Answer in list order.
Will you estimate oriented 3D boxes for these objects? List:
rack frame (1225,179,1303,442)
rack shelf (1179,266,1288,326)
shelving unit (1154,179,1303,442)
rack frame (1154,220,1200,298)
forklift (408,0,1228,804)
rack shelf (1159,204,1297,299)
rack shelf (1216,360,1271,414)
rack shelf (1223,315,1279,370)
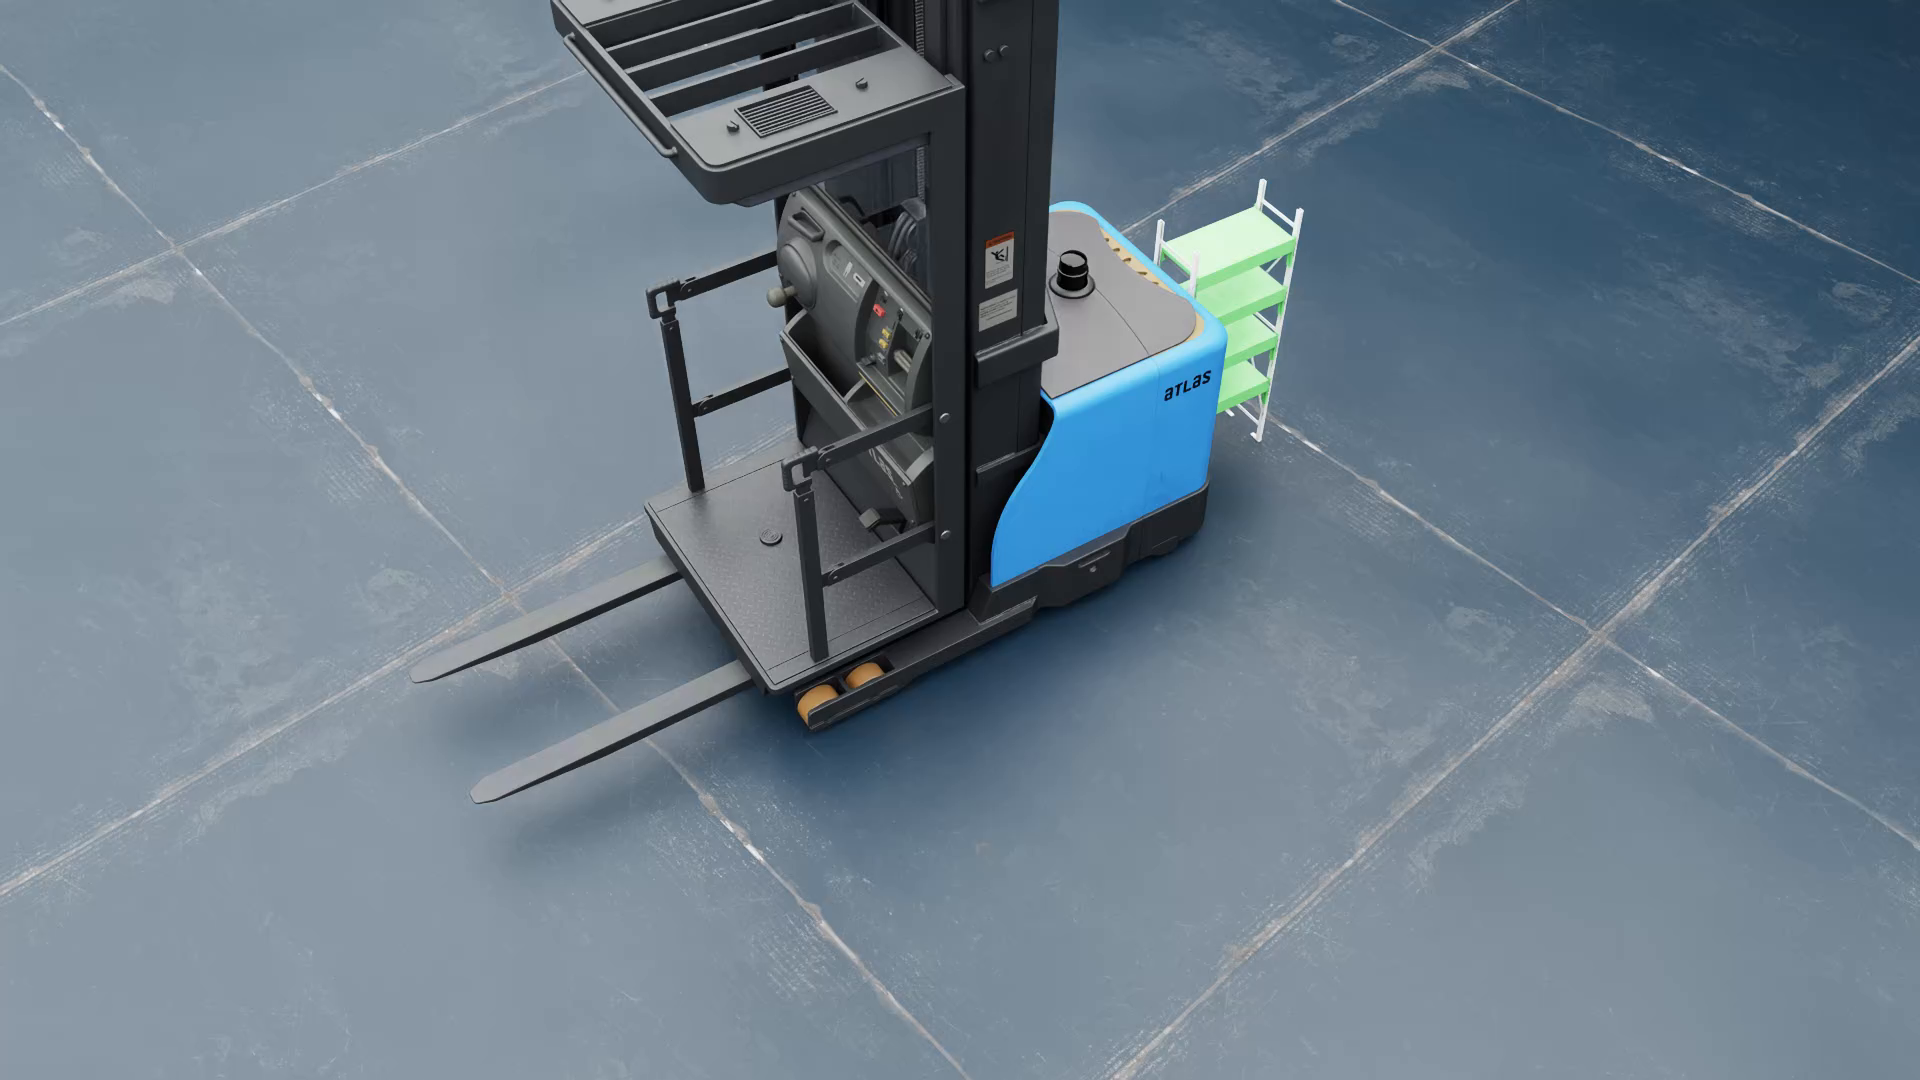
[{"bbox_3d":[1.224,-0.905,6.769,0.015,1.200,0.240,-25,52,-21],"label":"rack frame"},{"bbox_3d":[1.017,-0.929,6.551,0.480,0.148,0.258,-25,52,-21],"label":"rack shelf"},{"bbox_3d":[1.017,-0.810,6.681,0.503,1.200,0.258,-25,52,-21],"label":"shelving unit"},{"bbox_3d":[0.810,-0.715,6.593,0.015,1.200,0.240,-25,52,-21],"label":"rack frame"},{"bbox_3d":[-0.534,-0.748,5.446,3.031,2.935,1.130,-25,52,-21],"label":"forklift"},{"bbox_3d":[1.017,-1.092,6.375,0.480,0.148,0.258,-25,52,-21],"label":"rack shelf"},{"bbox_3d":[1.017,-0.604,6.904,0.480,0.148,0.258,-25,52,-21],"label":"rack shelf"},{"bbox_3d":[1.017,-0.766,6.728,0.480,0.148,0.258,-25,52,-21],"label":"rack shelf"}]
